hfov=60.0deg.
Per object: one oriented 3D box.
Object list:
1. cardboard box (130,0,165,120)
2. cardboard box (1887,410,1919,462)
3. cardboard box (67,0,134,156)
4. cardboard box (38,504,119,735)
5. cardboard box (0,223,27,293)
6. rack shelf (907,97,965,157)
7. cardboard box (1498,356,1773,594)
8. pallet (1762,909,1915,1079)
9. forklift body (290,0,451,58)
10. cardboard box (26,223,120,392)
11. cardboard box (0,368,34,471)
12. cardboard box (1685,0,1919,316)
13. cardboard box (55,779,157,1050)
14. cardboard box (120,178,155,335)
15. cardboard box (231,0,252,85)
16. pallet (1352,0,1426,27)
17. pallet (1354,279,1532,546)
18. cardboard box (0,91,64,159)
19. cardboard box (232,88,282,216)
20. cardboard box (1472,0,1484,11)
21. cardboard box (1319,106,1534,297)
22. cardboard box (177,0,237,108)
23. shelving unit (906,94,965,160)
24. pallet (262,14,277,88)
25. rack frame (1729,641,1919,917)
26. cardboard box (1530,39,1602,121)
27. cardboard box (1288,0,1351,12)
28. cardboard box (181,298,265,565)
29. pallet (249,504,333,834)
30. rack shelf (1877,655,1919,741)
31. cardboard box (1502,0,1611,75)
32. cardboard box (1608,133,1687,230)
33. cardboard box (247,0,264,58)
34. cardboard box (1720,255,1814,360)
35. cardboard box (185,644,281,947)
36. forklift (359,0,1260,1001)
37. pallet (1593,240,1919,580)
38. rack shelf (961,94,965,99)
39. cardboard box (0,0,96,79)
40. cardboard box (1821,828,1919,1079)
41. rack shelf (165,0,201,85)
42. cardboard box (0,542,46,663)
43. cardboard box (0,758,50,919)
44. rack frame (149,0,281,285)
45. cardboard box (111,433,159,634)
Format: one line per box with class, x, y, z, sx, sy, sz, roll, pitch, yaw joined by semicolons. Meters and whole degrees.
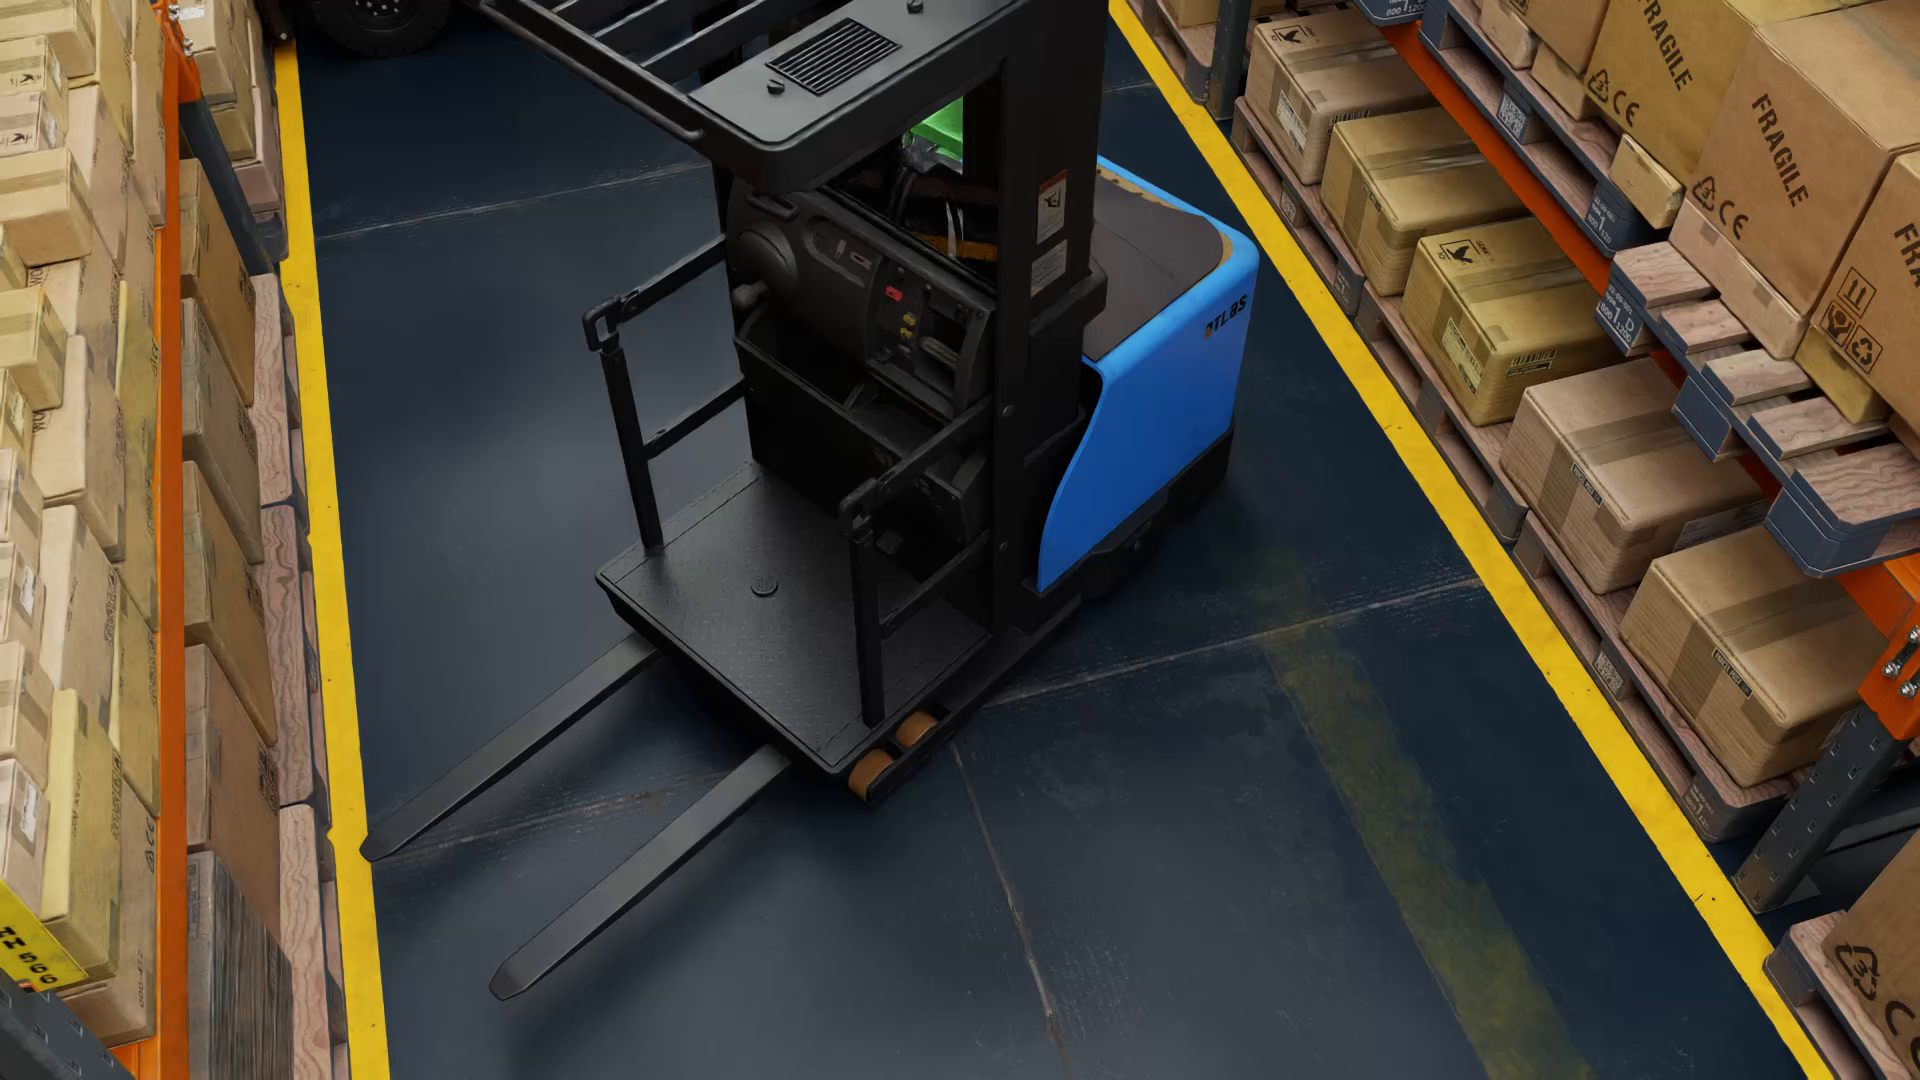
cardboard box;-2.760;-1.471;5.126;0.500;0.250;0.500;-12;51;-10
cardboard box;2.443;-0.272;3.907;0.380;0.149;0.250;-12;51;-10
cardboard box;-2.610;-1.266;4.627;0.500;0.250;0.500;-15;51;-12
cardboard box;-2.021;0.235;3.361;0.500;0.250;0.500;-12;51;-10
cardboard box;-2.350;-0.556;3.767;0.380;0.149;0.250;-13;51;-11
rack shelf;0.074;-1.437;5.946;0.480;0.148;0.258;32;57;24
cardboard box;2.381;-0.272;5.462;0.950;0.372;0.625;-14;51;-12
pallet;2.926;1.460;4.381;1.003;0.211;1.213;-13;51;-11
forklift body;-2.038;-3.504;7.297;2.313;2.155;1.214;-13;51;-11
cardboard box;-2.334;-0.519;3.996;0.500;0.250;0.500;-13;51;-10
cardboard box;-2.162;-0.189;3.458;0.380;0.149;0.250;-13;51;-11
cardboard box;2.201;-0.940;4.046;0.500;0.500;0.500;-14;51;-12
cardboard box;-1.874;0.762;3.244;0.500;0.250;0.500;-13;51;-11
cardboard box;-2.488;-0.736;4.506;0.500;0.250;0.500;-13;51;-11
cardboard box;-3.158;-2.029;6.695;0.500;0.250;0.500;-14;51;-11
pallet;1.669;-2.300;5.853;1.003;0.211;1.213;-13;51;-11
pallet;2.178;-0.594;6.112;1.003;0.211;1.213;-13;51;-11
cardboard box;-2.440;-0.944;4.094;0.380;0.149;0.250;-13;51;-11
cardboard box;-2.986;-1.506;6.581;0.500;0.250;0.500;-13;51;-11
cardboard box;1.773;-1.780;5.178;0.380;0.149;0.250;-13;51;-11
cardboard box;1.955;-1.335;6.357;0.950;0.372;0.625;-10;51;-9
cardboard box;-3.002;-1.824;6.196;0.500;0.250;0.500;-14;51;-12
shelving unit;0.074;-1.323;6.081;0.503;1.200;0.258;32;57;24
pallet;-3.719;-2.413;7.646;1.003;0.211;1.213;-13;51;-11
rack frame;2.765;-0.032;3.815;1.000;3.000;0.127;-13;51;-11
cardboard box;1.909;-1.386;4.846;0.380;0.149;0.250;-15;51;-12
cardboard box;1.665;-2.694;7.583;0.500;0.250;0.500;-15;52;-13
cardboard box;-2.772;-0.251;5.278;0.875;0.625;0.625;-14;51;-11
pallet;-2.539;0.492;5.197;1.003;0.211;1.213;-13;51;-11
rack shelf;3.356;1.661;2.859;1.077;0.370;4.000;-13;51;-11
cardboard box;1.890;-1.707;4.692;0.500;0.500;0.500;-15;52;-12
cardboard box;2.016;-1.009;4.529;0.380;0.149;0.250;-13;51;-10
cardboard box;-3.317;-2.245;7.204;0.500;0.250;0.500;-13;51;-10
cardboard box;2.177;-0.626;4.205;0.380;0.149;0.250;-14;51;-11
cardboard box;-2.348;0.789;4.401;0.875;0.625;0.625;-12;51;-10
forklift;-0.431;-0.593;4.333;1.130;2.935;3.031;36;58;26
pallet;2.452;-0.466;4.307;1.213;0.211;1.003;-13;51;-11
rack shelf;0.073;-1.591;5.763;0.480;0.148;0.258;32;57;24
cardboard box;-2.526;-1.333;4.422;0.380;0.149;0.250;-15;51;-12
cardboard box;2.889;1.041;4.026;0.875;0.875;0.875;-14;51;-11
rack shelf;-3.750;-3.057;6.836;1.077;0.370;4.000;-13;51;-11
cardboard box;-1.970;0.176;3.150;0.380;0.149;0.250;-12;51;-10
cardboard box;-1.789;0.552;2.833;0.380;0.149;0.250;-12;51;-10
rack frame;-3.159;-1.828;5.329;1.000;3.000;0.127;-13;51;-11
cardboard box;-2.177;0.019;3.870;0.500;0.250;0.500;-15;51;-12
